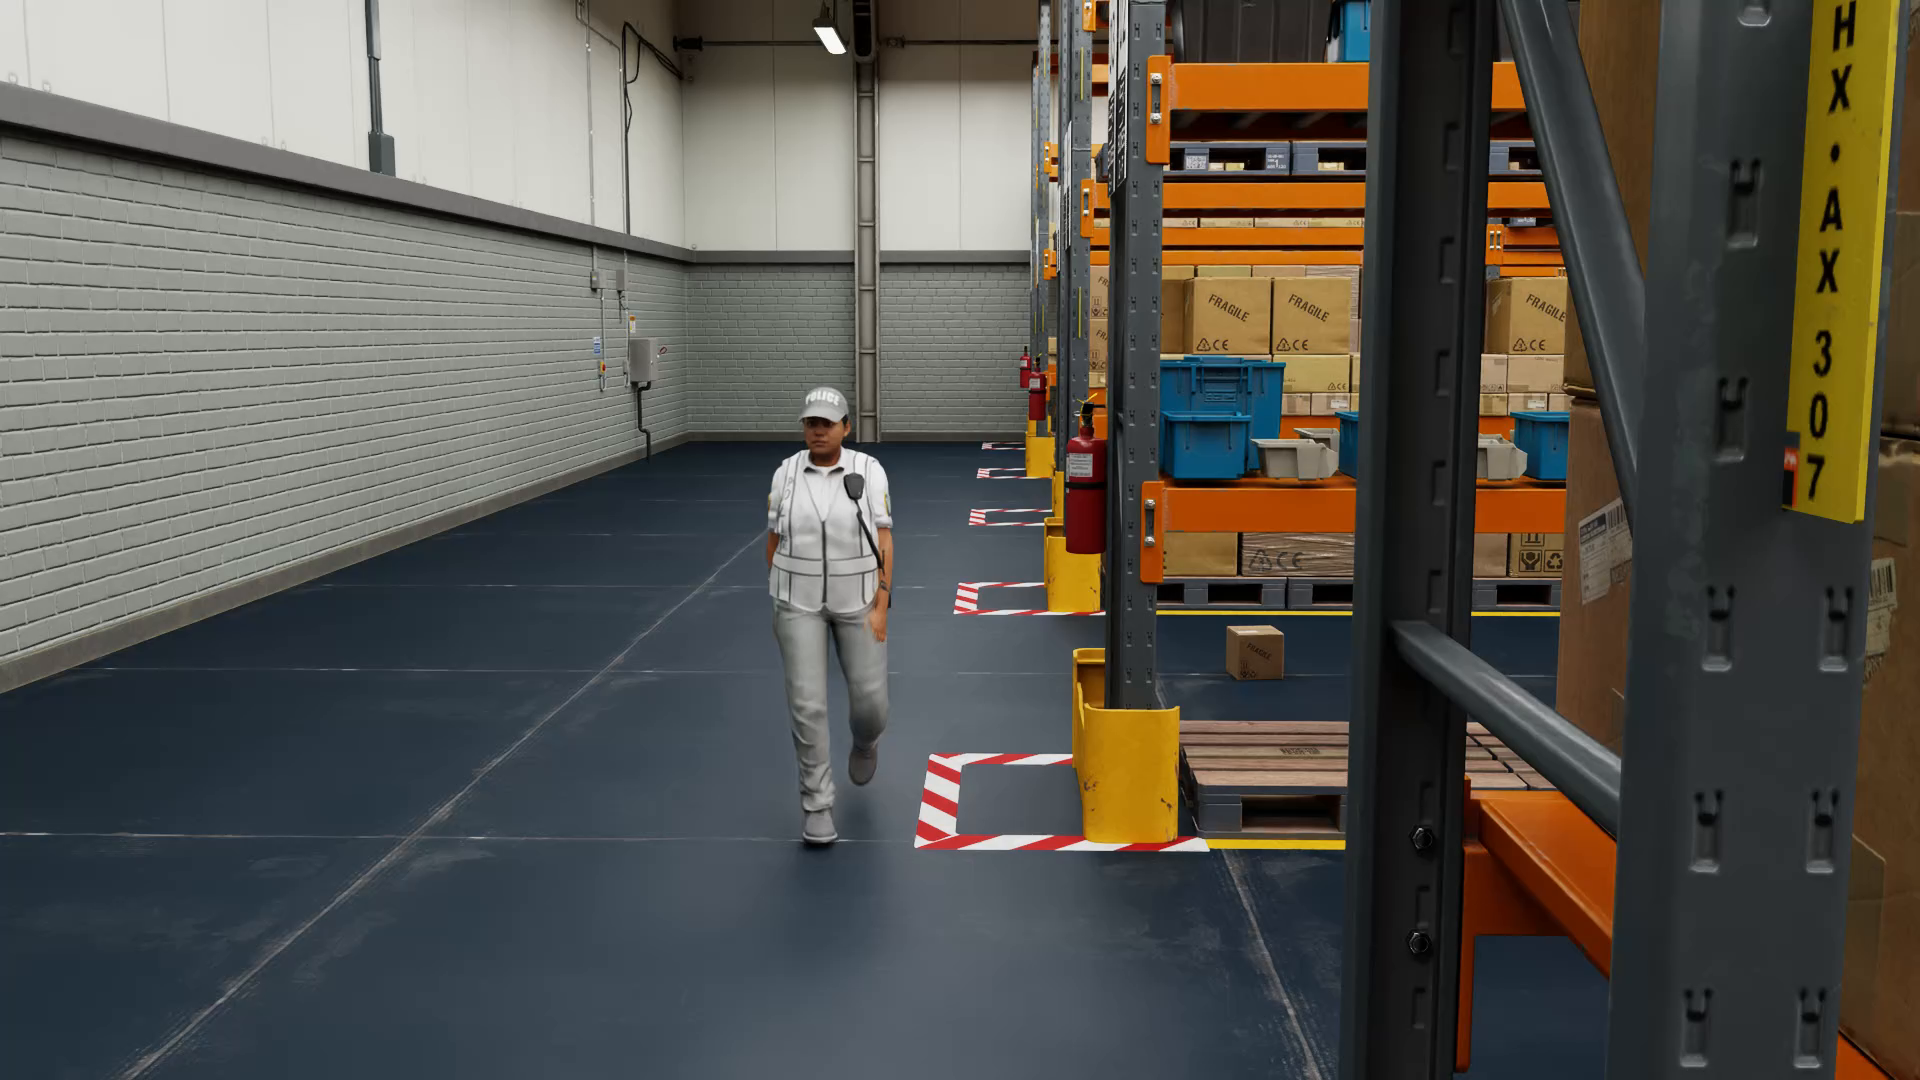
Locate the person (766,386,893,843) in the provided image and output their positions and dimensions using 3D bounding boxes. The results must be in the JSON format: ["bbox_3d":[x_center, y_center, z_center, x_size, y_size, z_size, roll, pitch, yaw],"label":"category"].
[{"bbox_3d":[-0.487,0.247,6.236,0.477,1.644,0.676,0,7,-1],"label":"person"}]
